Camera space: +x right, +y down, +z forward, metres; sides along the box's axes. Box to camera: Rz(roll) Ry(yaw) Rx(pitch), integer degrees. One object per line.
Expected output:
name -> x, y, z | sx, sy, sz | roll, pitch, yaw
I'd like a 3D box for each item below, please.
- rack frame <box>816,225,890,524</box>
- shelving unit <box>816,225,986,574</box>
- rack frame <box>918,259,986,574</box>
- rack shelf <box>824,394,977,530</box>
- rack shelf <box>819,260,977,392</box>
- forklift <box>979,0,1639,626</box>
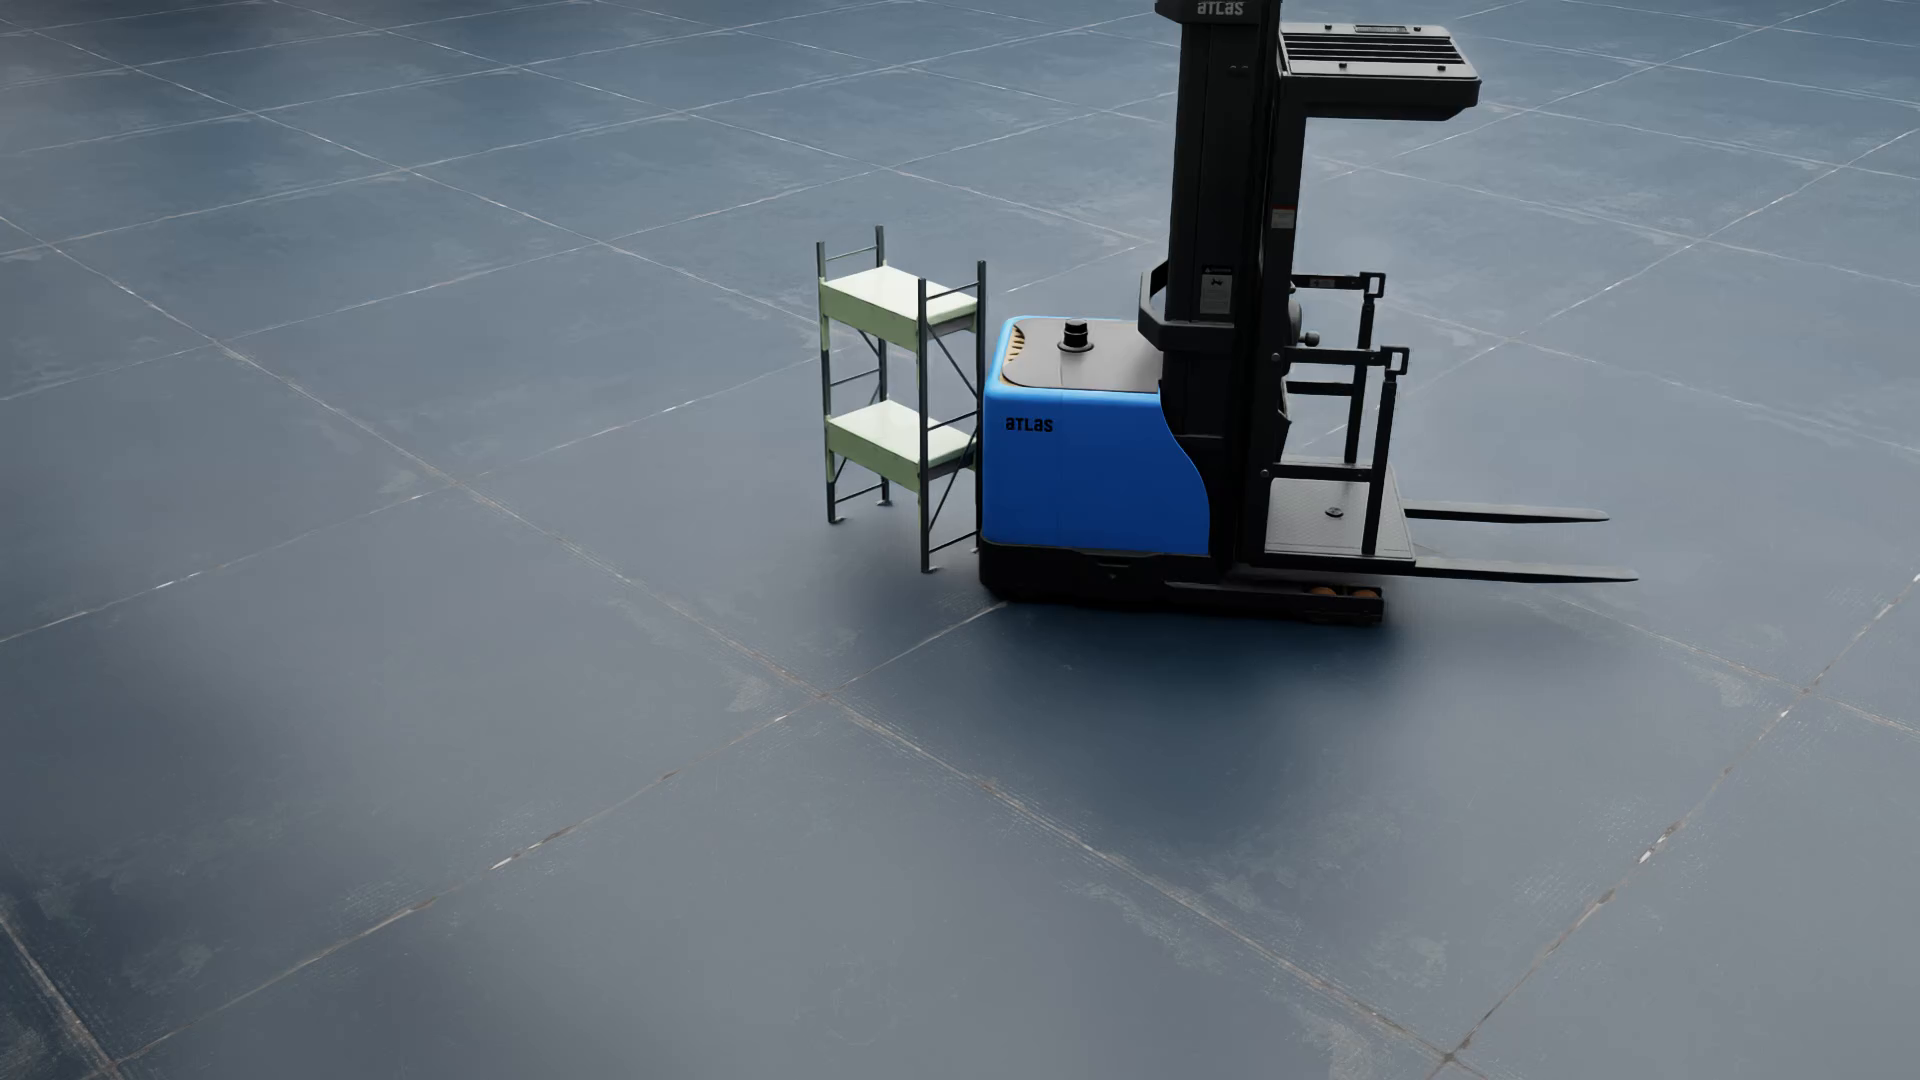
rack frame -> -0.528, -0.815, 8.365 | 0.400, 1.500, 0.023 | -23, 35, -37
shelving unit -> -0.281, -0.689, 8.125 | 0.431, 1.500, 0.755 | -23, 35, -37
rack frame -> -0.035, -0.563, 7.886 | 0.400, 1.500, 0.023 | -23, 35, -37
rack shelf -> -0.281, -0.401, 8.277 | 0.431, 0.370, 0.720 | -23, 35, -37
rack shelf -> -0.281, -1.034, 7.944 | 0.431, 0.370, 0.720 | -23, 35, -37
forklift -> 1.648, -1.162, 7.487 | 3.031, 2.935, 1.130 | 3, 28, 6
